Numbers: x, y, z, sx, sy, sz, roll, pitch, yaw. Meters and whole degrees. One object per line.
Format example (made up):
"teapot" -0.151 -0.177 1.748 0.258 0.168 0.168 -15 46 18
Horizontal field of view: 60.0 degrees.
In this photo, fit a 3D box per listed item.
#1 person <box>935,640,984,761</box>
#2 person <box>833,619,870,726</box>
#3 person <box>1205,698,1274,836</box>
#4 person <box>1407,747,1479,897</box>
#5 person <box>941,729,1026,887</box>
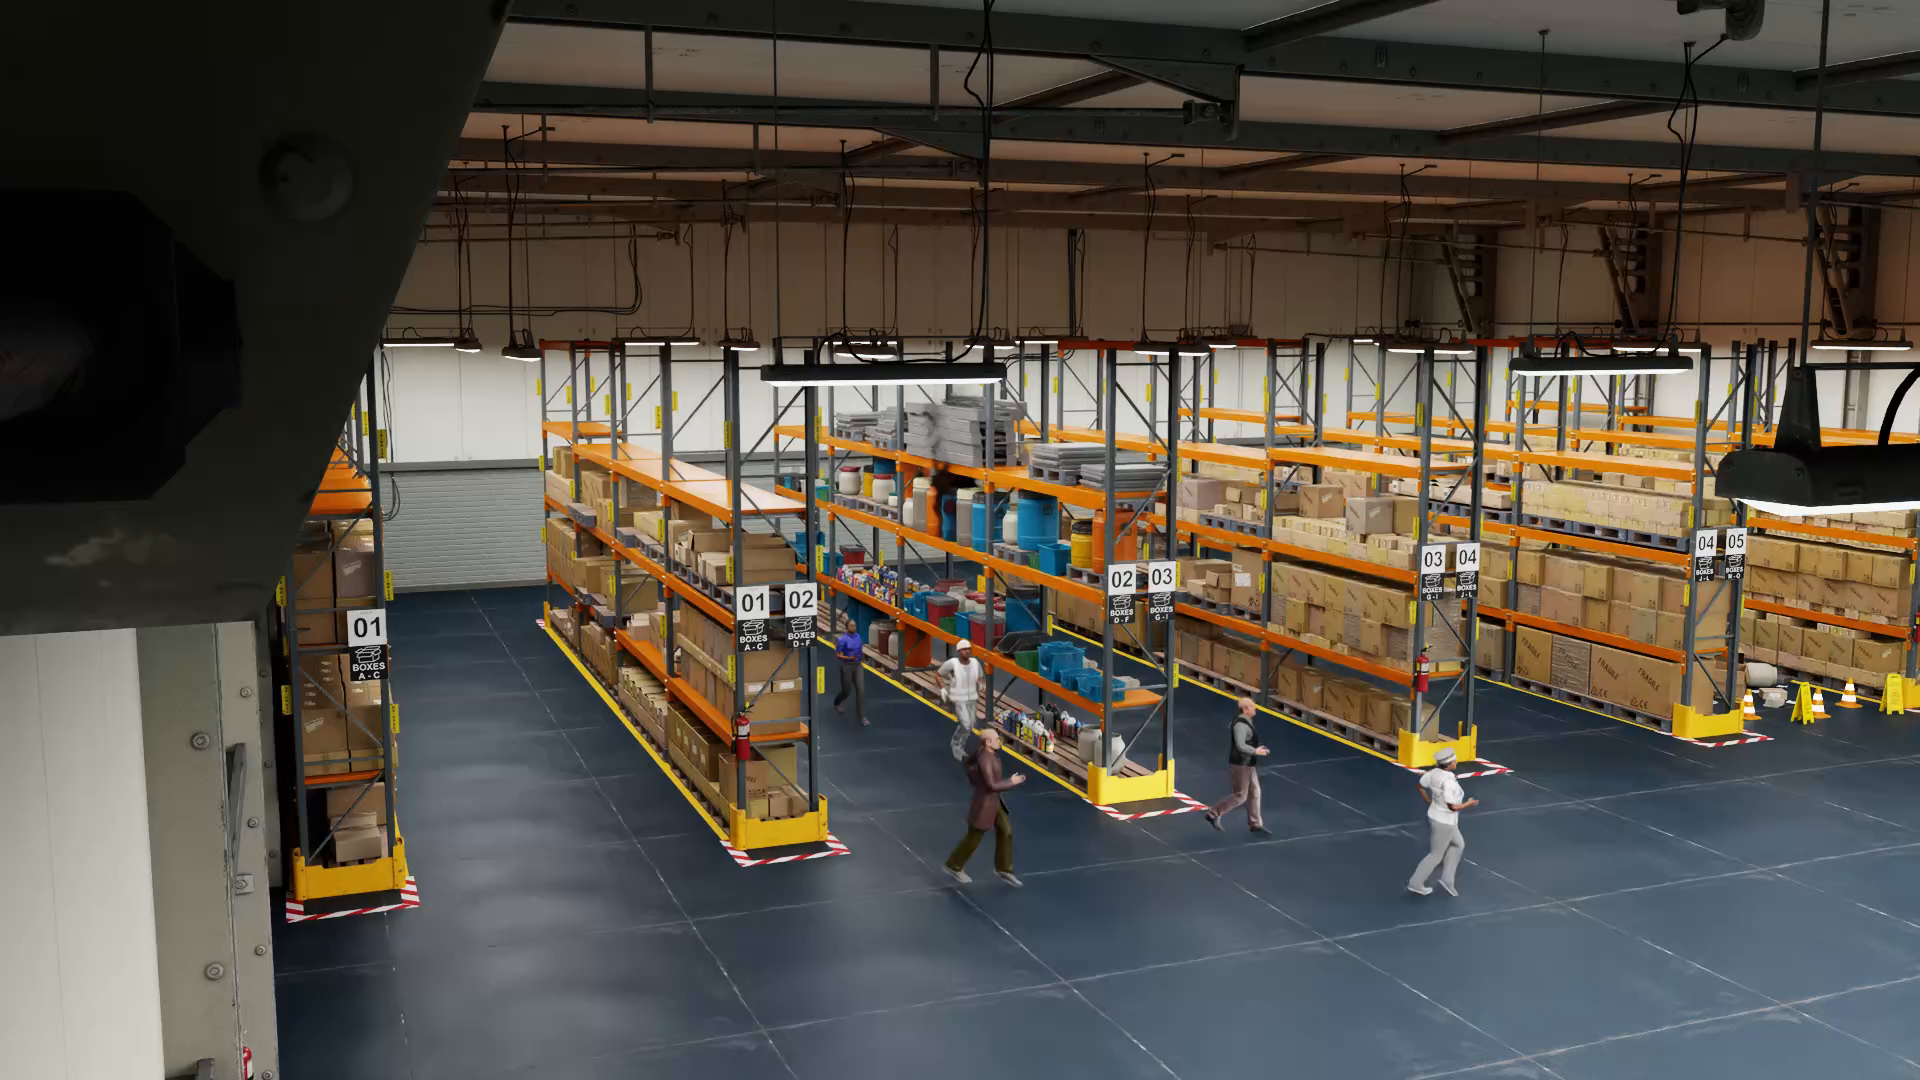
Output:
"person" 0.071 2.326 24.065 0.660 1.768 0.680 -5 9 -31
"person" -1.731 2.068 26.422 0.579 1.657 0.923 -5 9 -34
"person" 3.479 2.807 20.610 0.849 1.740 0.680 2 8 13
"person" 5.317 3.137 18.318 0.746 1.744 0.554 0 7 1
"person" 0.269 3.020 18.694 0.951 1.837 0.674 1 8 9
